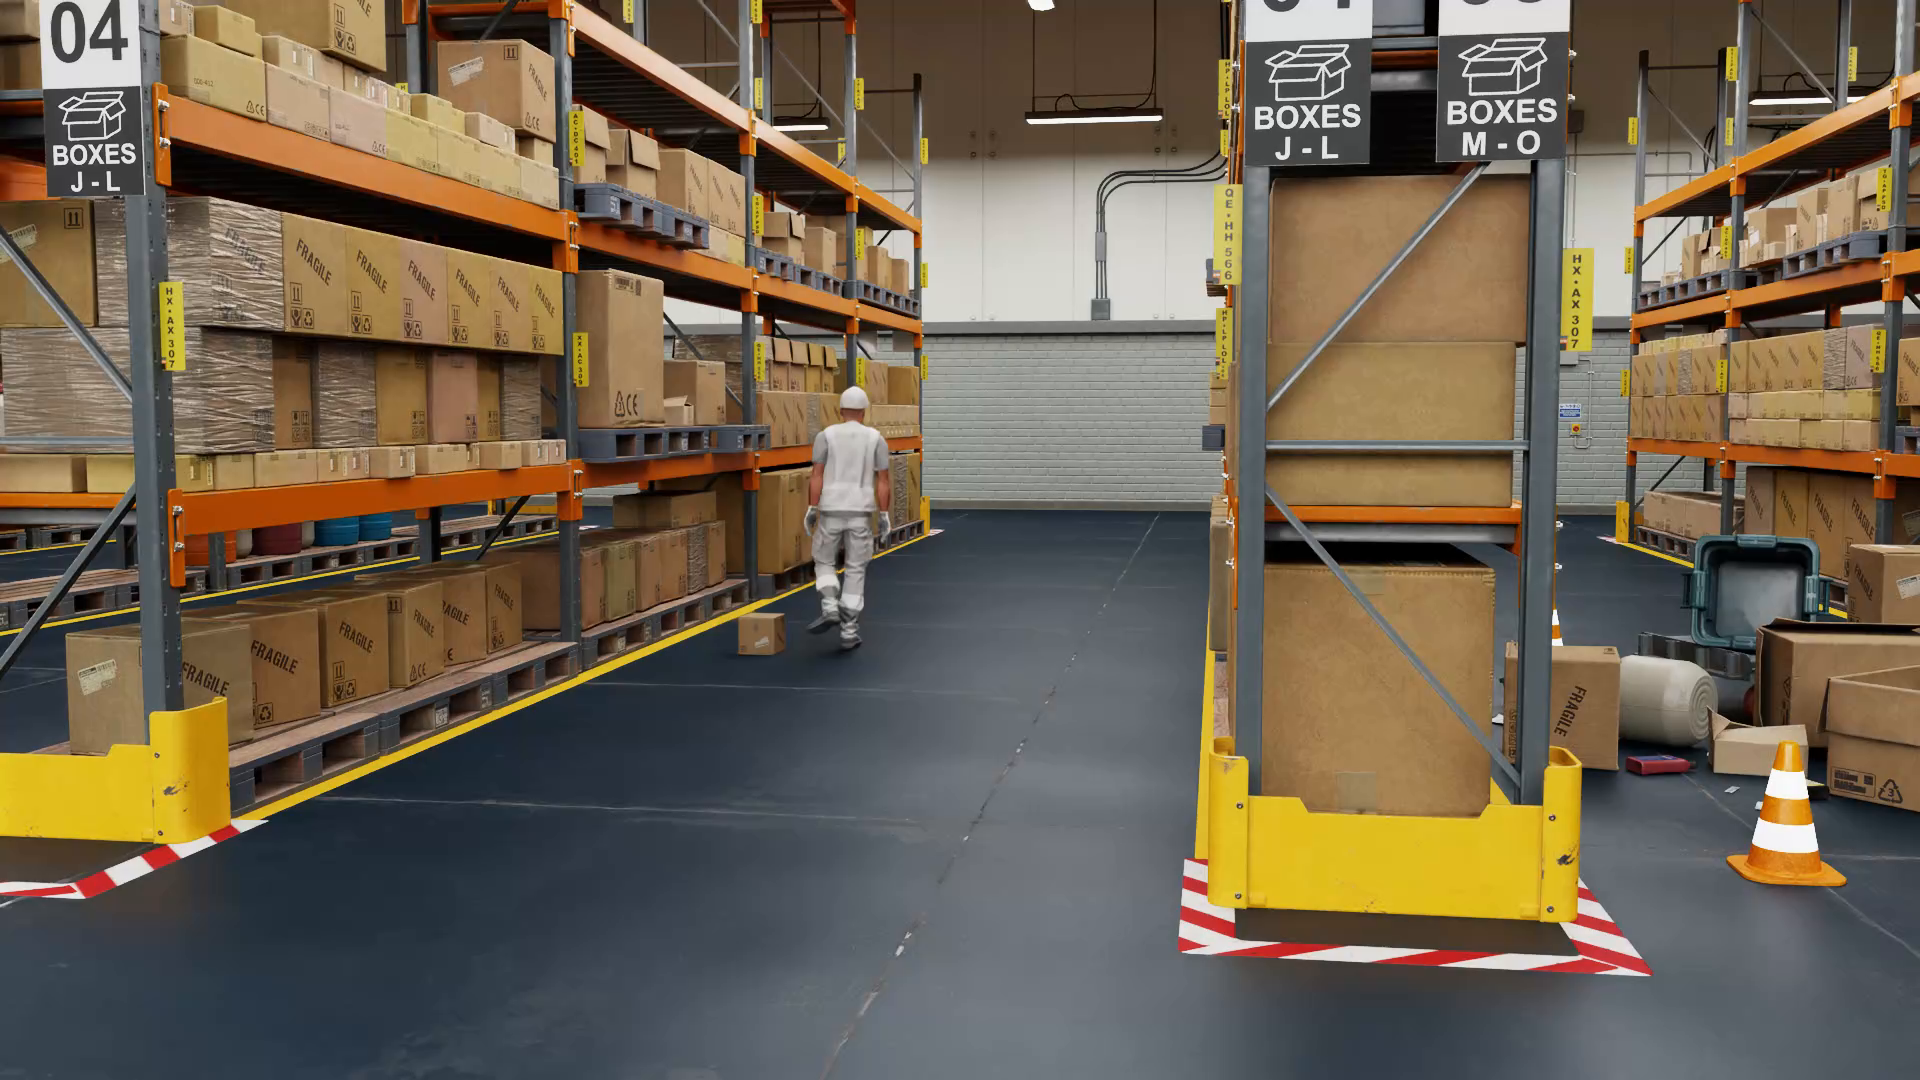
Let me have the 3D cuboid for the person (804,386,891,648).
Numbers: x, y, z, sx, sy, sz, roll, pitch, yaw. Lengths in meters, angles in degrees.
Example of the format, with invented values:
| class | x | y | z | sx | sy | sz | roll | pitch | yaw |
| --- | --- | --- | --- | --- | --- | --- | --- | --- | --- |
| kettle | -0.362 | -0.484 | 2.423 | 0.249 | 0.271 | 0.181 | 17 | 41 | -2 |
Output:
| class | x | y | z | sx | sy | sz | roll | pitch | yaw |
| --- | --- | --- | --- | --- | --- | --- | --- | --- | --- |
| person | -0.772 | -0.159 | 11.388 | 0.595 | 1.782 | 0.528 | 0 | 4 | -3 |
